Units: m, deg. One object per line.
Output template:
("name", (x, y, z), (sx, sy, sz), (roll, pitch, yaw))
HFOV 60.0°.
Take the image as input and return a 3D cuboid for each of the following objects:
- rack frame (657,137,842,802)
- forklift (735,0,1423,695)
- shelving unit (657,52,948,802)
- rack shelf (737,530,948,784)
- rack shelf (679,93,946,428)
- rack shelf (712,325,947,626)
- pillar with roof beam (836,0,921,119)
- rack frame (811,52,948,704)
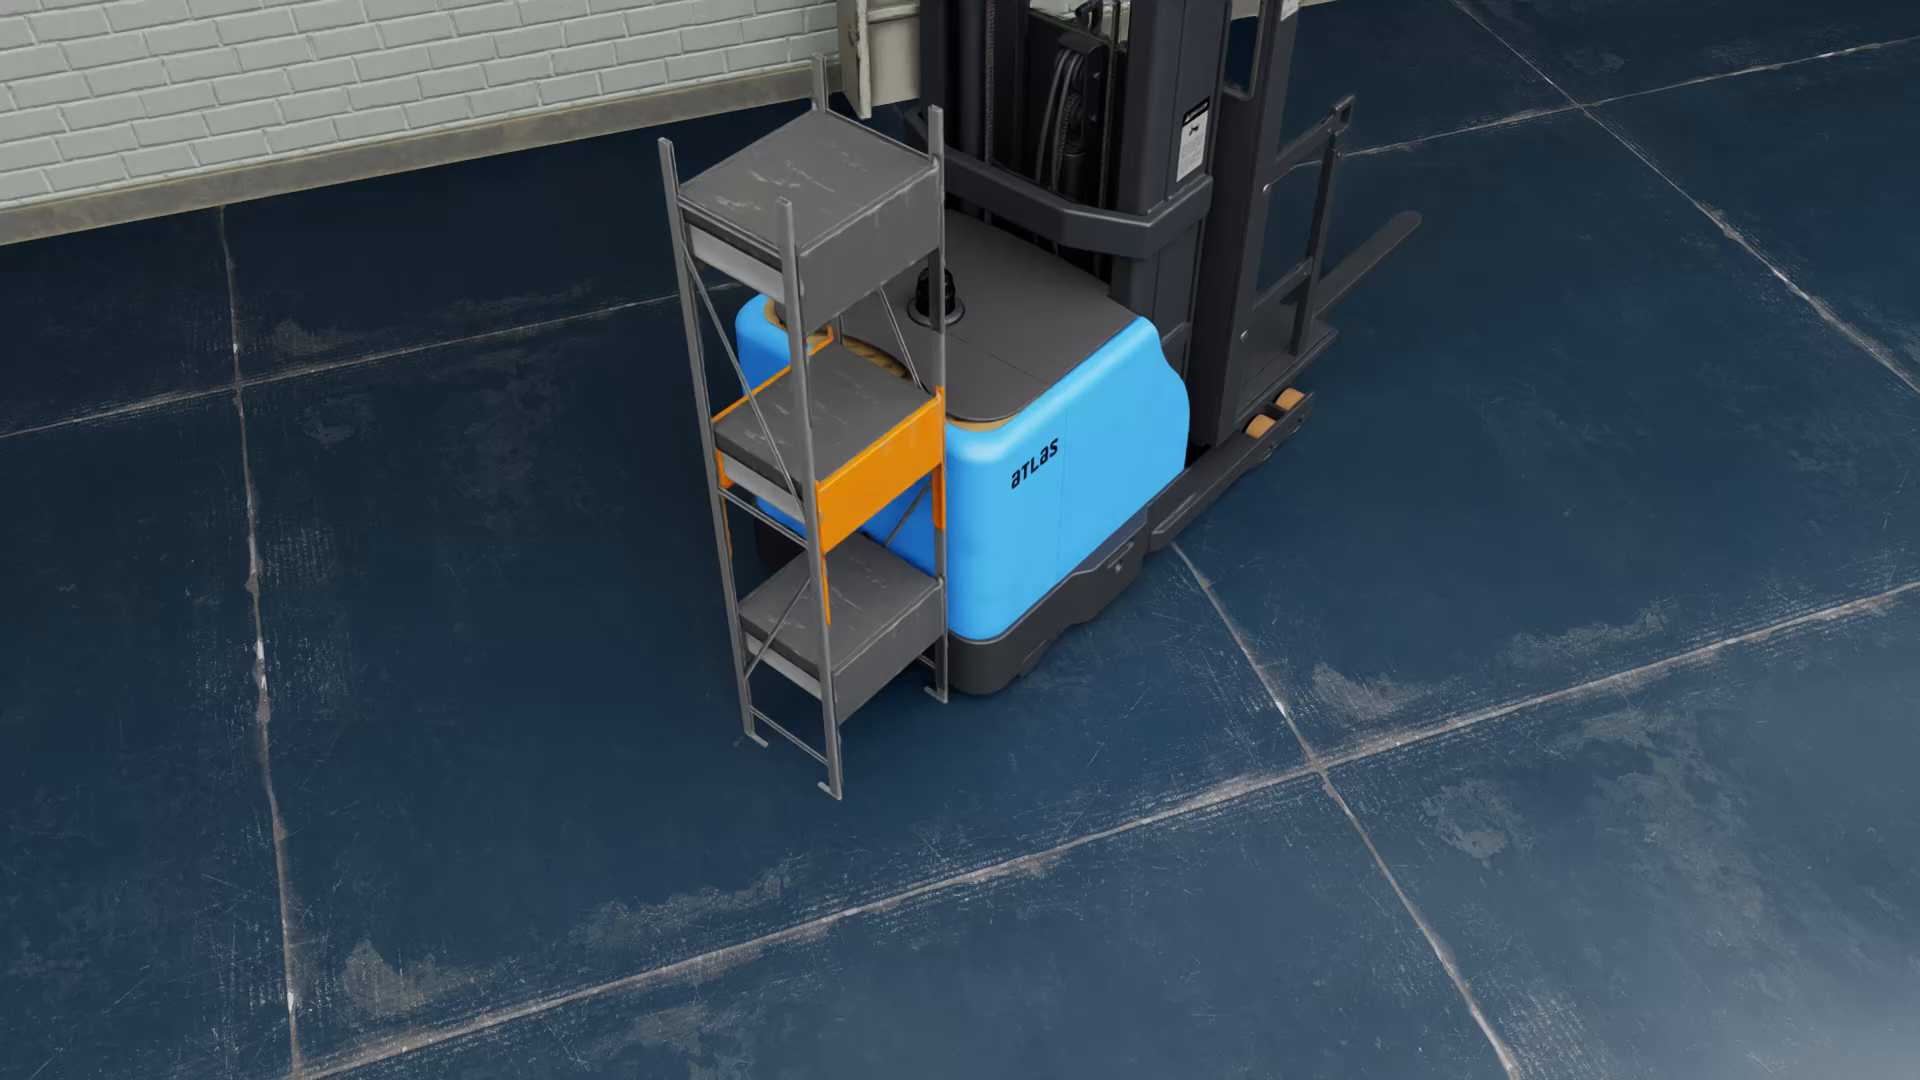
("rack frame", (-0.510, -0.054, 4.322), (0.400, 2.100, 0.015), (31, 53, 27))
("forklift", (0.649, -1.530, 5.206), (1.130, 2.935, 3.031), (31, 53, 27))
("shelving unit", (-0.353, -0.186, 4.453), (0.431, 2.100, 0.503), (31, 53, 27))
("rack shelf", (-0.353, 0.318, 4.959), (0.431, 0.518, 0.480), (31, 53, 27))
("rack shelf", (-0.353, -0.671, 3.967), (0.431, 0.518, 0.480), (31, 53, 27))
("rack shelf", (-0.353, -0.177, 4.463), (0.431, 0.518, 0.480), (31, 53, 27))
("pillar with roof beam", (1.134, -2.403, 1.791), (0.400, 9.000, 9.100), (-14, 47, -14))
("rack frame", (-0.195, -0.318, 4.585), (0.400, 2.100, 0.015), (31, 53, 27))
